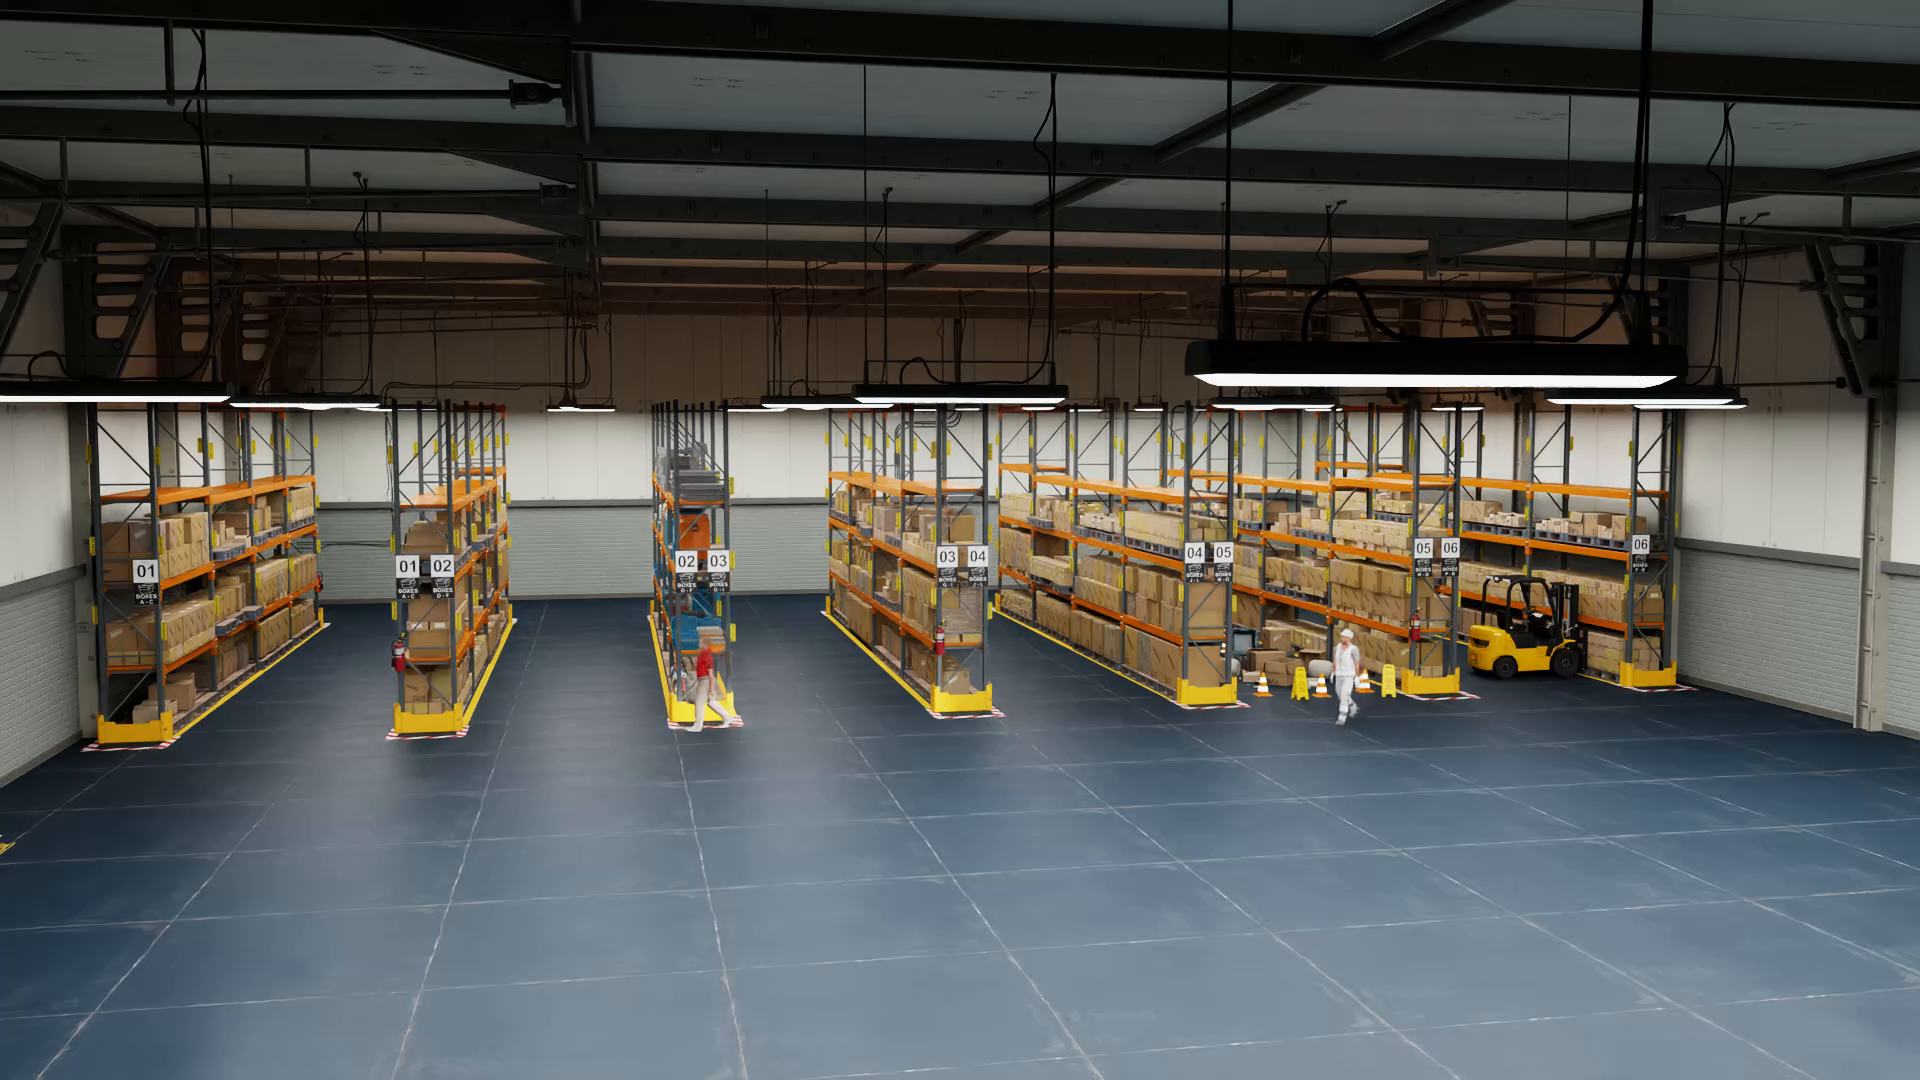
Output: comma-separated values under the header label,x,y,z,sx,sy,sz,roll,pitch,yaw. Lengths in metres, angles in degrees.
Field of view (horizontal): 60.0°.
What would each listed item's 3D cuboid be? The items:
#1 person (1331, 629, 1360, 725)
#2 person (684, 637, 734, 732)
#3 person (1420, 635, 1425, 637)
label,x,y,z,sx,sy,sz,roll,pitch,yaw
person,7.164,2.517,30.806,0.585,1.758,0.939,4,6,42
person,-4.550,2.602,30.112,0.875,1.705,0.553,0,4,-5
person,10.487,1.976,38.164,0.577,1.755,0.565,-1,4,-13
